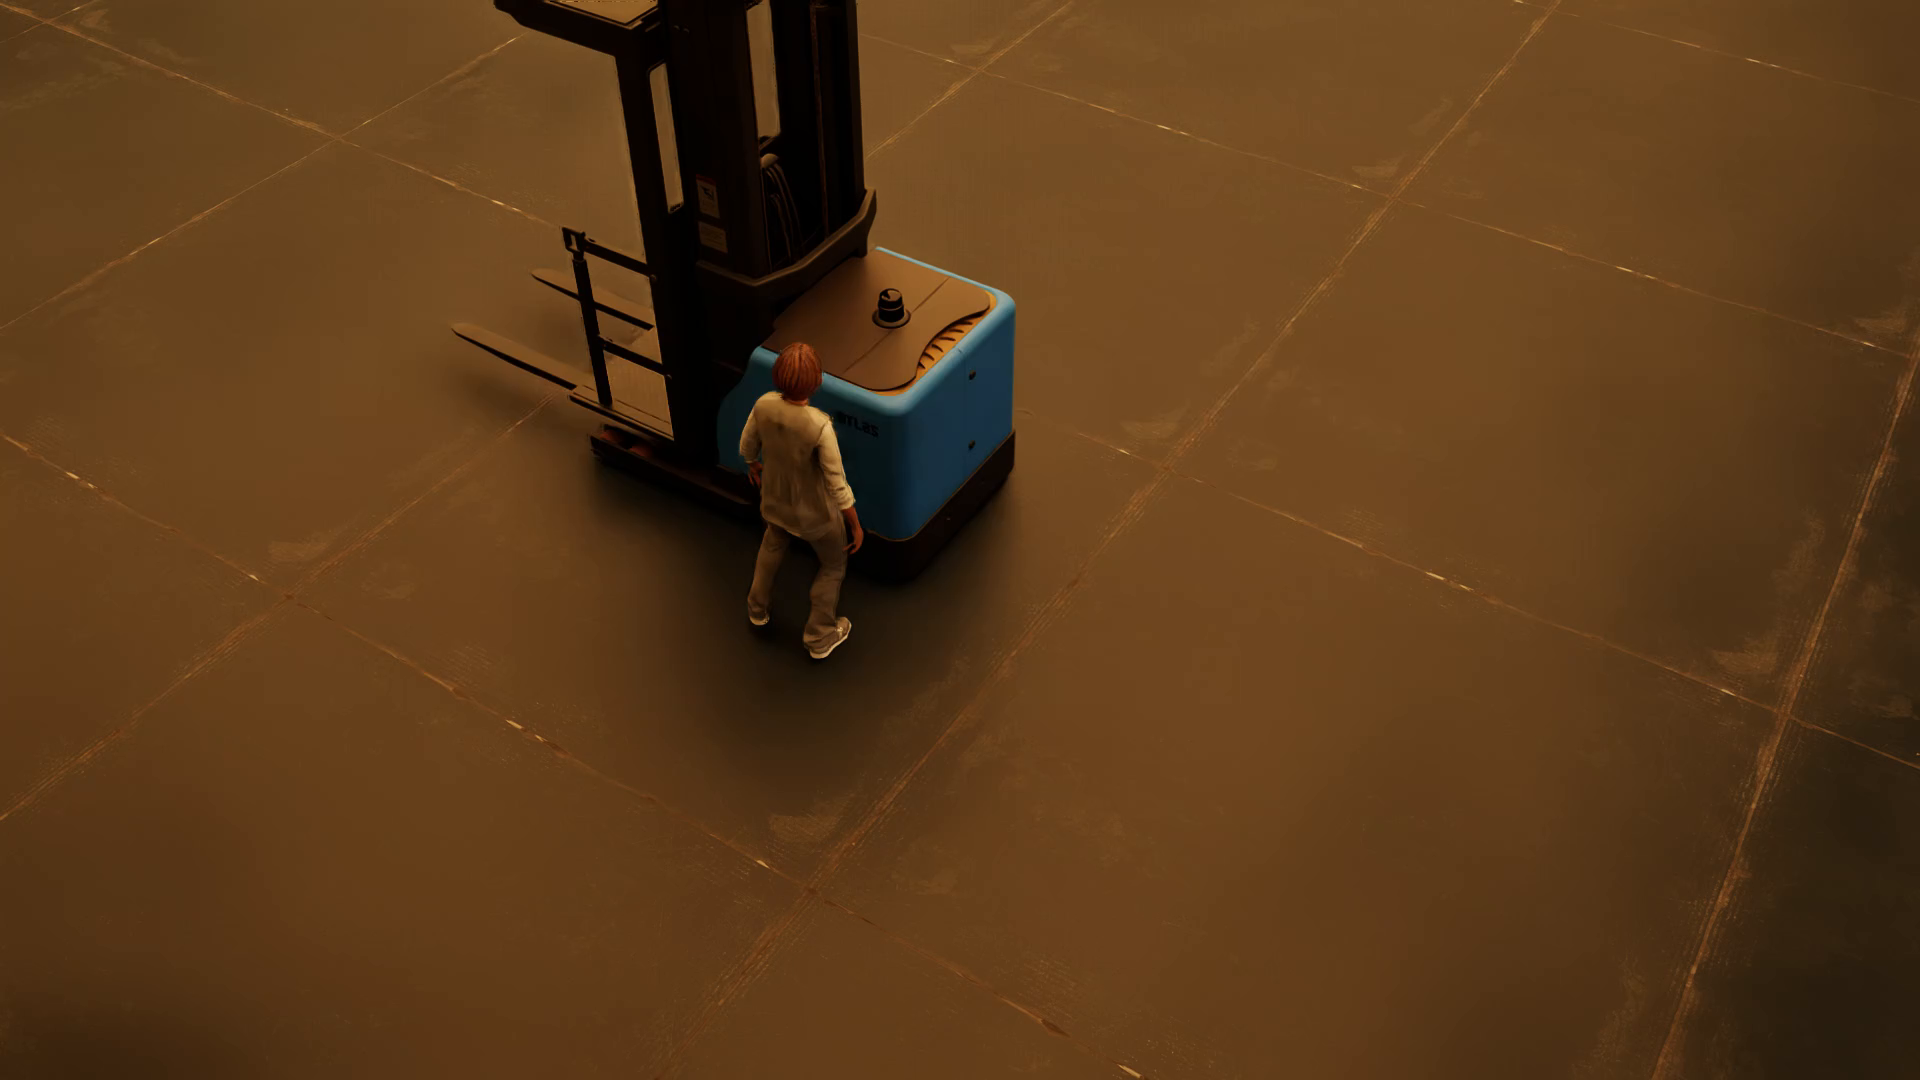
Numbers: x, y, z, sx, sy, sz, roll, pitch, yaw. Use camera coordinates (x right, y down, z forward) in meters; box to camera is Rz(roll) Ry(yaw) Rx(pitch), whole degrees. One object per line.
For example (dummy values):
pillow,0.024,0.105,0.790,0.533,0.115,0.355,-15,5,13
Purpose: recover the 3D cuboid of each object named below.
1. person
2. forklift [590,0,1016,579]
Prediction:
person,-0.696,-0.066,7.081,0.633,1.335,0.283,22,48,22
forklift,-1.250,-1.666,7.605,3.031,2.935,1.130,24,48,23
